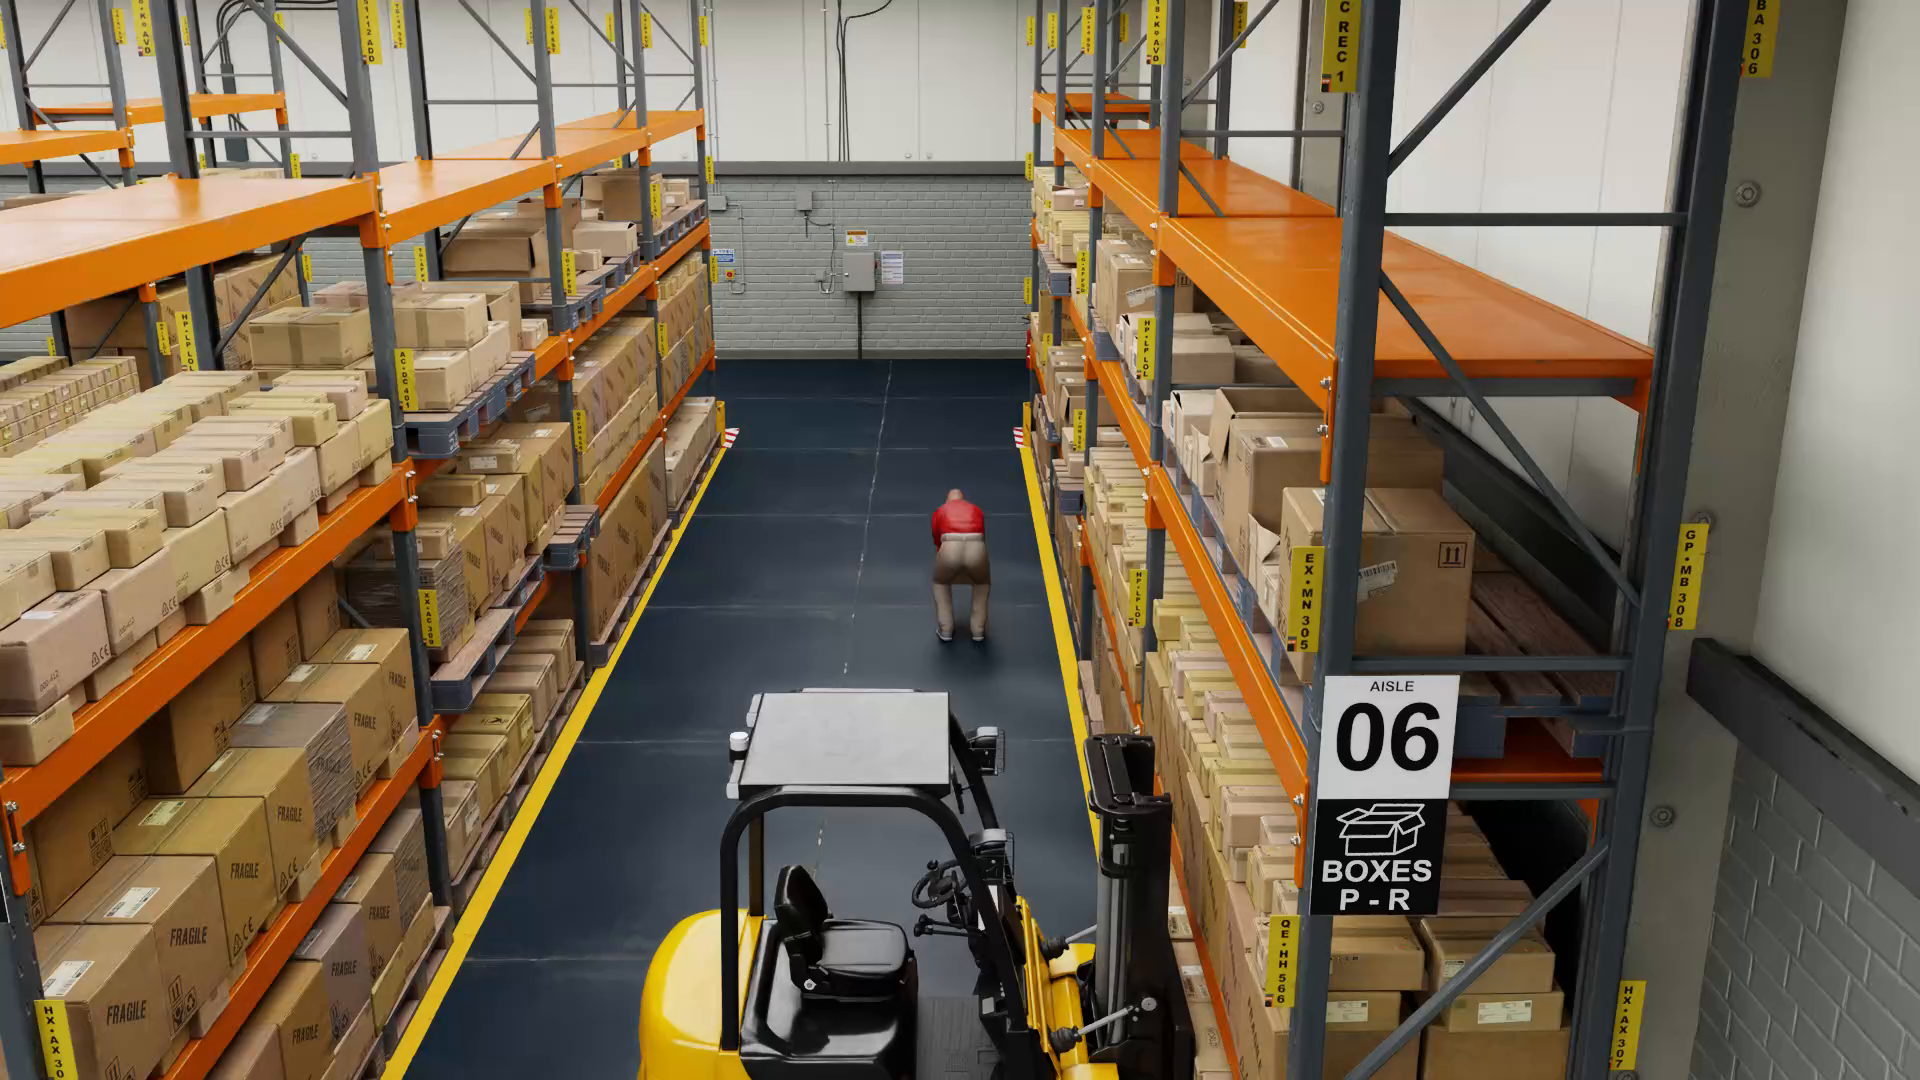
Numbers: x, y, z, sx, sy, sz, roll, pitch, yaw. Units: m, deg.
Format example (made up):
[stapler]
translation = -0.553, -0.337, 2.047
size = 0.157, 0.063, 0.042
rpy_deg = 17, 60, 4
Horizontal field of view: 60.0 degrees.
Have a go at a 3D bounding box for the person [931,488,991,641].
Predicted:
[person]
translation = 0.007, 0.220, 14.393
size = 0.517, 1.170, 0.931
rpy_deg = -1, 17, -3
